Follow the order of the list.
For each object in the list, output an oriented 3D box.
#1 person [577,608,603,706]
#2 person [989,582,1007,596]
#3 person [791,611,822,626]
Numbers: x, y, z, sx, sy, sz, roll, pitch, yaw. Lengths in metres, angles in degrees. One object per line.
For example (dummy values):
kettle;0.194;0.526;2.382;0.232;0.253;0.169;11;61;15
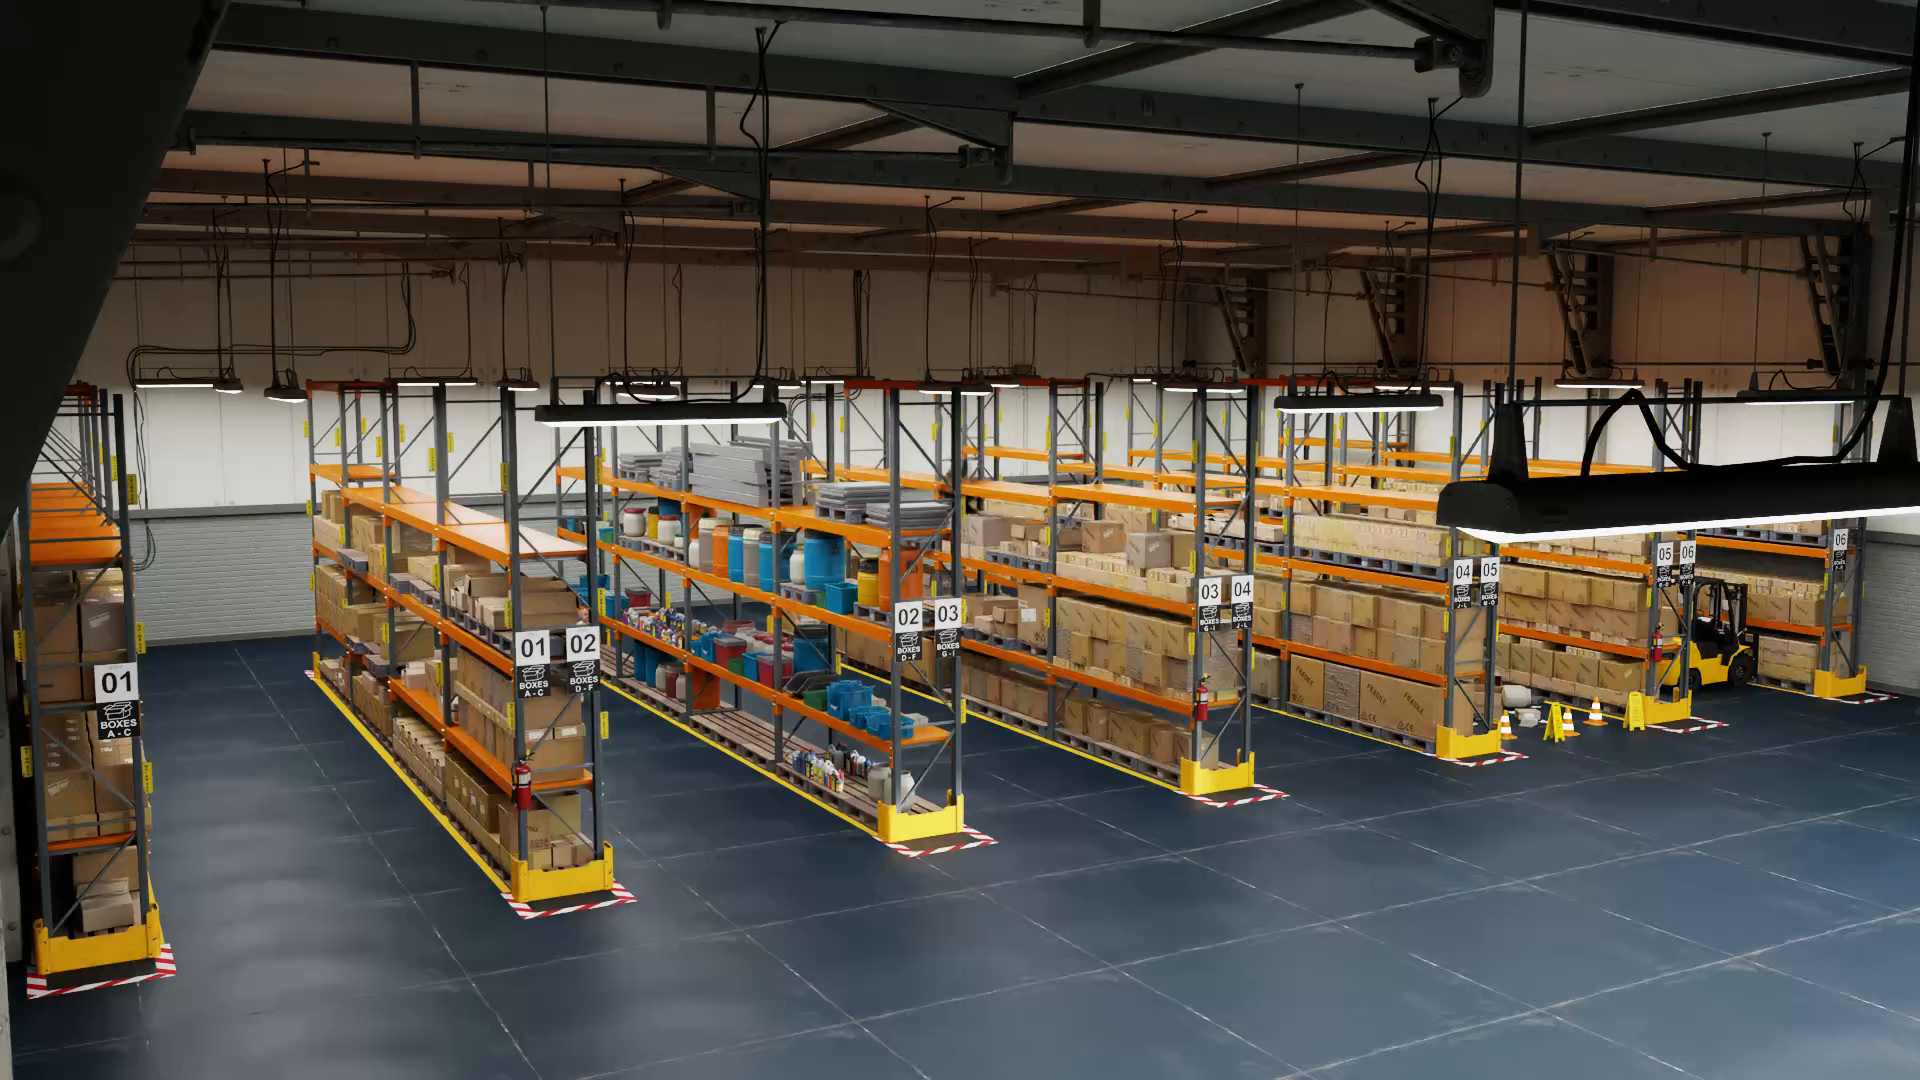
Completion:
person;-6.911;2.182;30.786;0.708;1.857;0.839;-4;7;-32
person;0.915;0.987;42.388;0.940;1.662;0.568;-6;9;-44
person;-3.065;1.818;34.127;0.643;1.826;0.864;-4;7;-36
